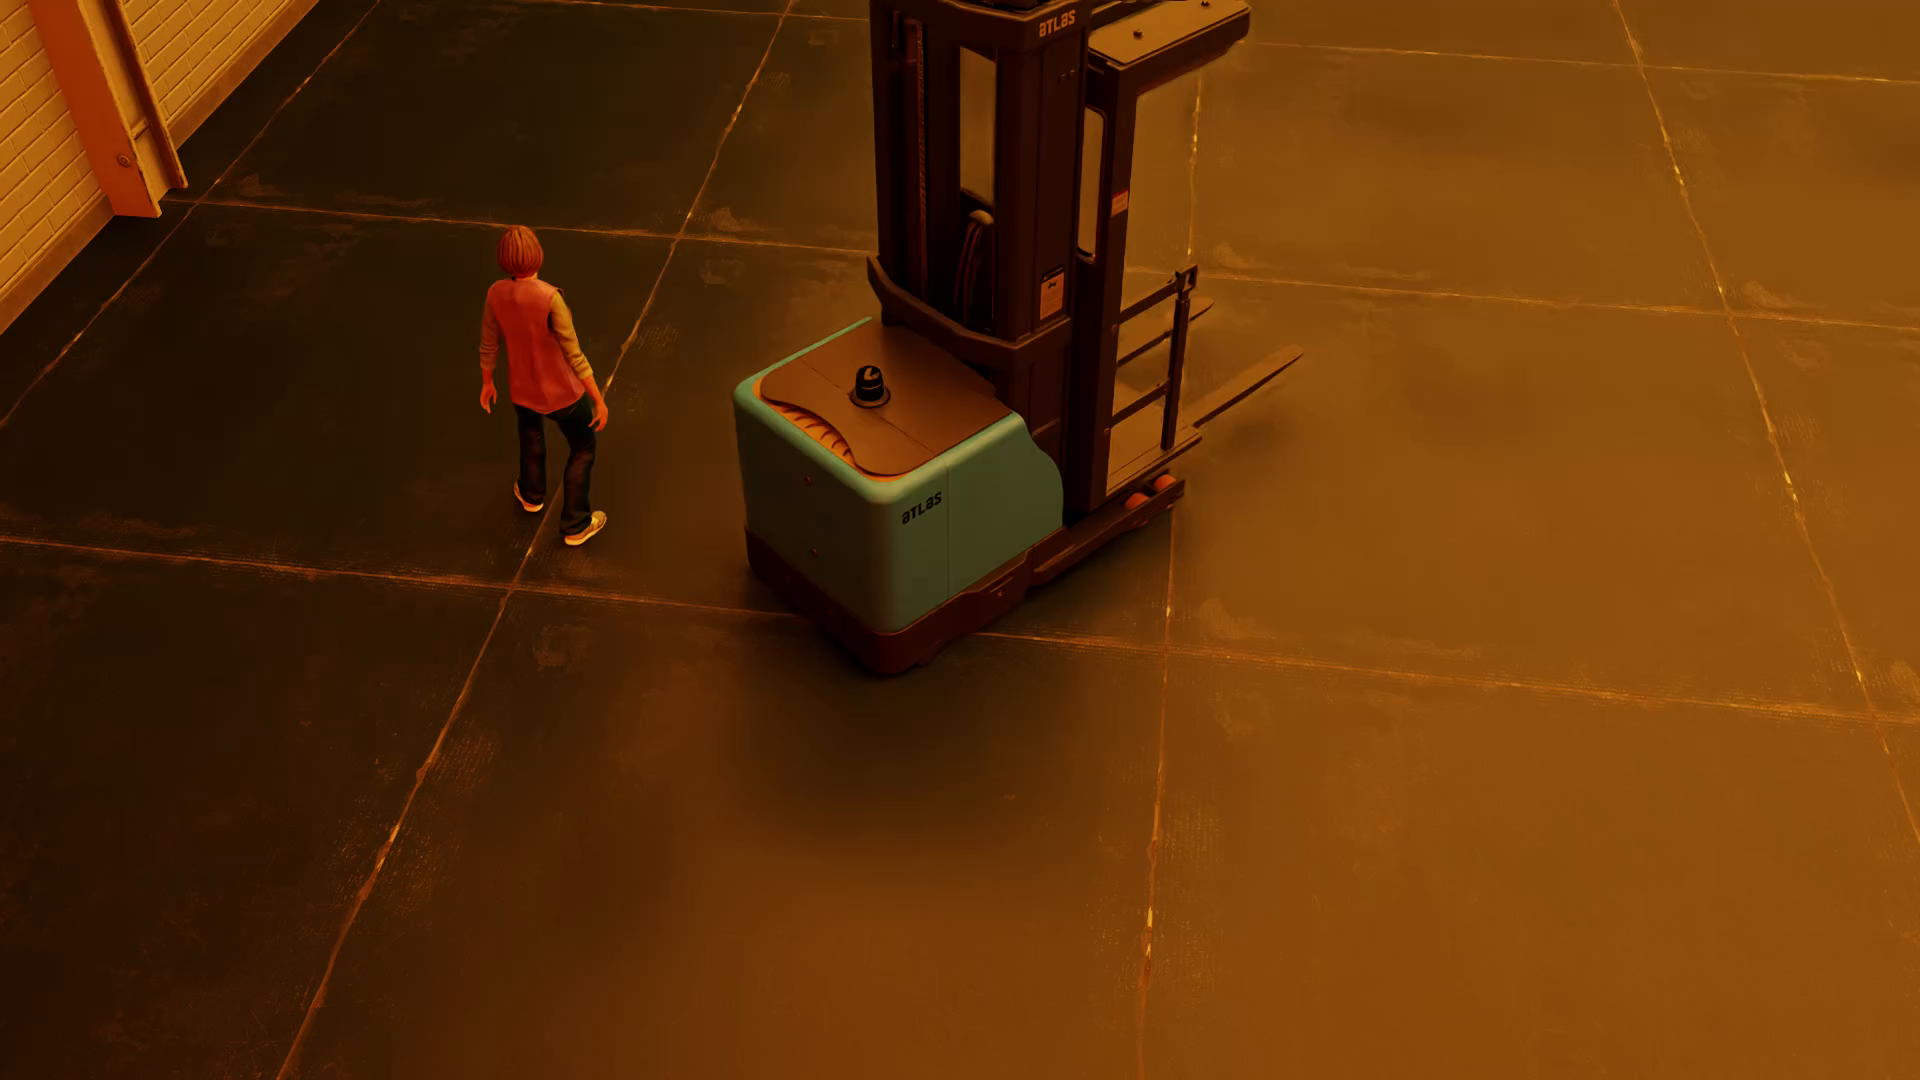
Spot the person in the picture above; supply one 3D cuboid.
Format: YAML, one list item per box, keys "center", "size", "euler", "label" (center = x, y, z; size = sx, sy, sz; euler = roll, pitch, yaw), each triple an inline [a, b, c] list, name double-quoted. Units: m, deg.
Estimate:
- center: [-1.882, -0.675, 7.488]
  size: [0.731, 1.568, 0.399]
  euler: [15, 45, 16]
  label: "person"

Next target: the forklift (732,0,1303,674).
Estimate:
- center: [0.446, -1.375, 7.221]
  size: [3.031, 2.935, 1.130]
  euler: [-32, 51, -30]
  label: "forklift"
